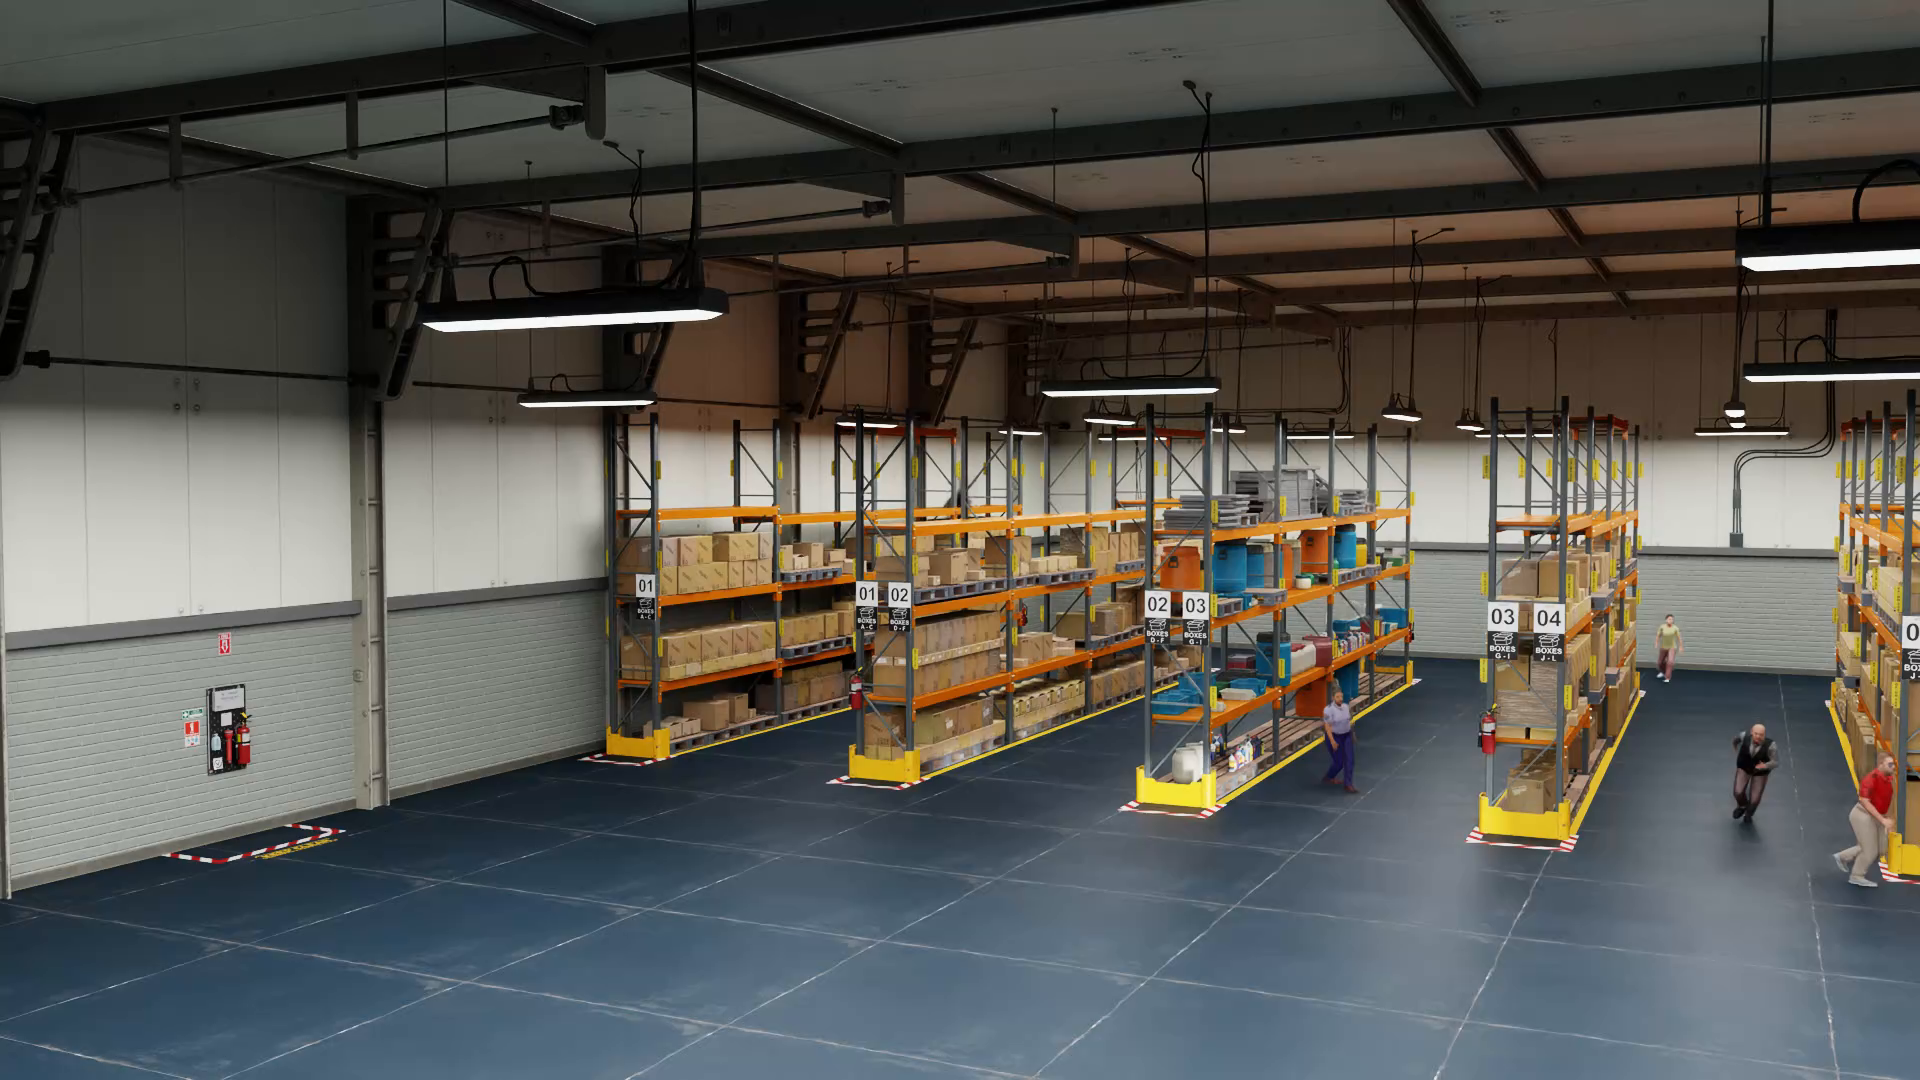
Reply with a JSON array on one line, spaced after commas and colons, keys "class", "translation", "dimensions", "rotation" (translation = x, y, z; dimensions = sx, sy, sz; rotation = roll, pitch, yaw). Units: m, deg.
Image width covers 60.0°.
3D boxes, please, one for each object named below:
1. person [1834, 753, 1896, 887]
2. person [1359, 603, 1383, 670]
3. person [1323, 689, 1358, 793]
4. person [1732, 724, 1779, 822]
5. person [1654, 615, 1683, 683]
[{"class": "person", "translation": [10.851, 3.336, 19.936], "dimensions": [0.641, 1.639, 0.784], "rotation": [-2, 3, -41]}, {"class": "person", "translation": [10.227, 2.400, 40.902], "dimensions": [0.660, 1.694, 0.991], "rotation": [-2, 3, -41]}, {"class": "person", "translation": [5.960, 3.120, 26.014], "dimensions": [0.637, 1.587, 0.735], "rotation": [-1, 3, -20]}, {"class": "person", "translation": [11.120, 3.269, 23.268], "dimensions": [0.627, 1.481, 1.009], "rotation": [1, 3, 28]}, {"class": "person", "translation": [16.805, 2.550, 39.384], "dimensions": [0.630, 1.603, 0.753], "rotation": [1, 3, 28]}]
